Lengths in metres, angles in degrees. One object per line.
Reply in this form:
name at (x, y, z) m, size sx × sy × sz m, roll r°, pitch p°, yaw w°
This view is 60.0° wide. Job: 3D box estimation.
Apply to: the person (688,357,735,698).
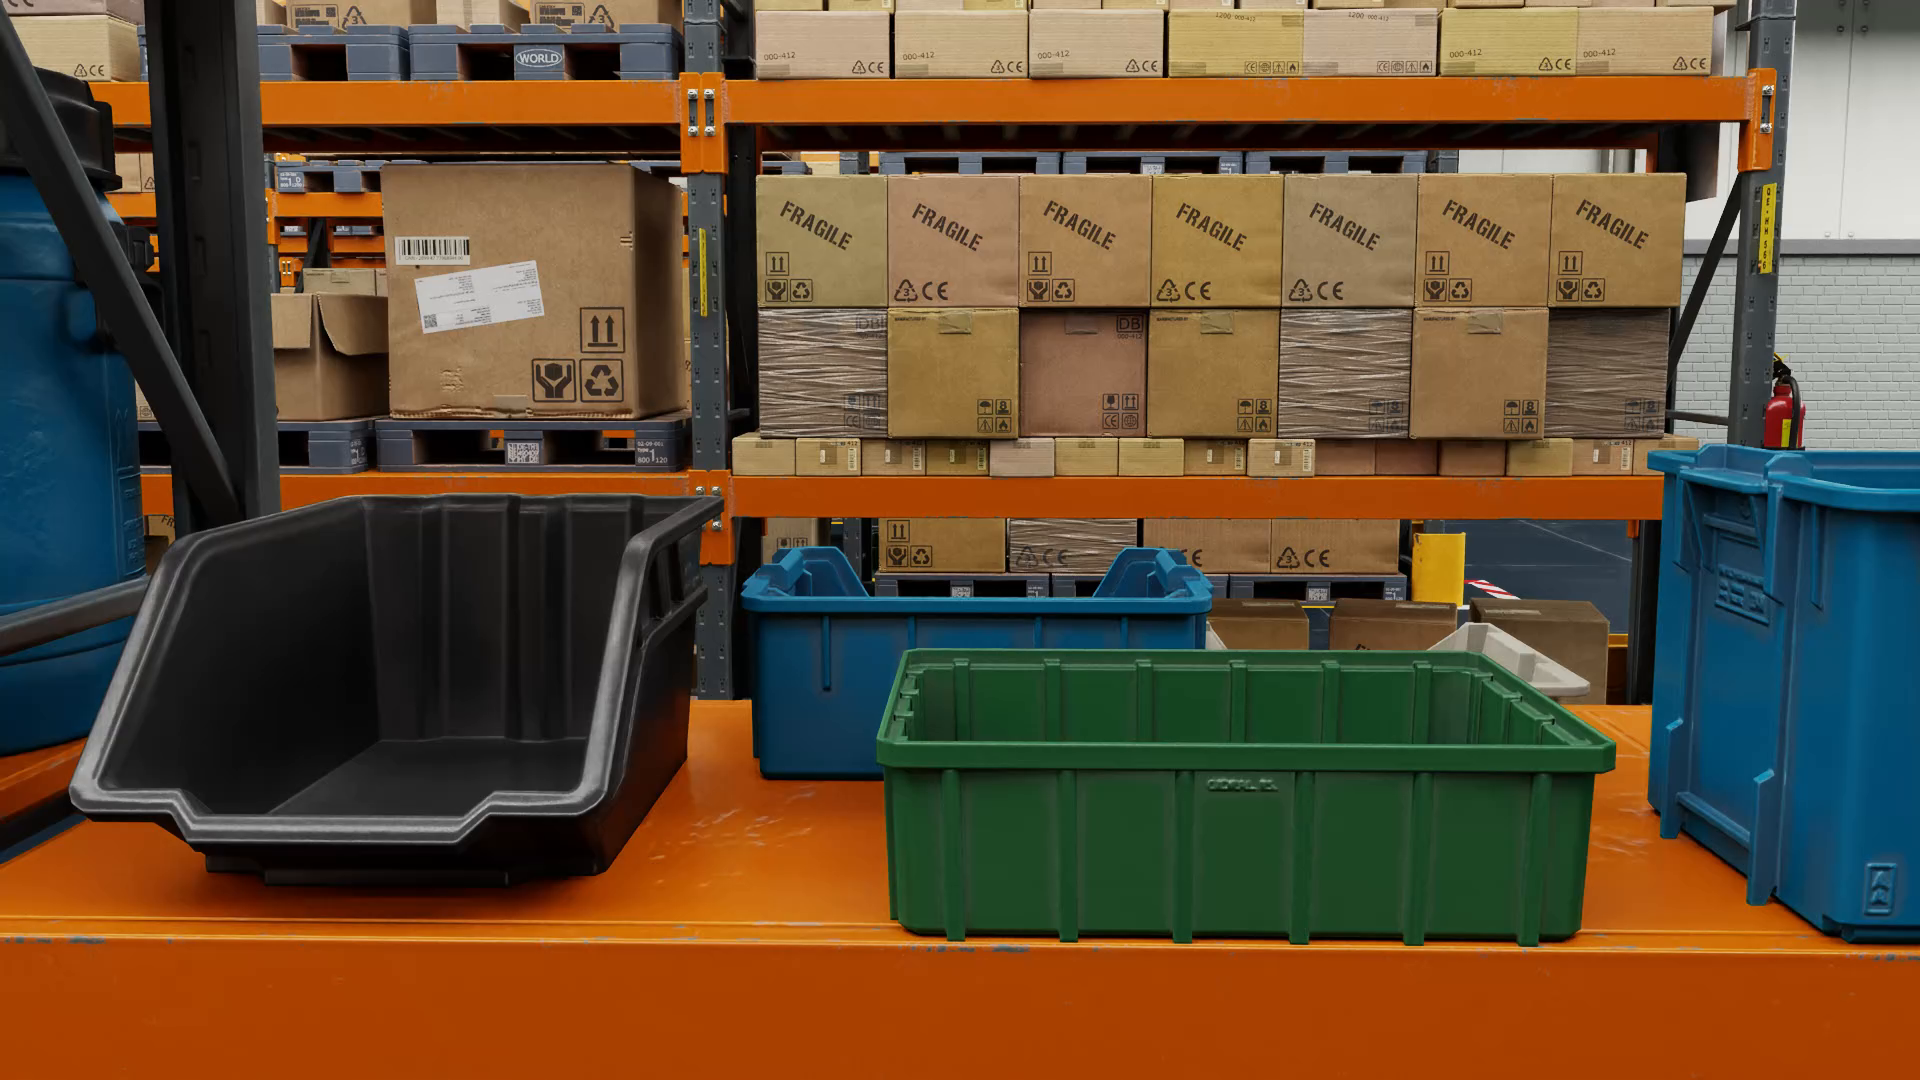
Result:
person at (-1.200, -0.081, 8.473) m, size 0.419 × 1.774 × 0.654 m, roll -1°, pitch 7°, yaw -9°
